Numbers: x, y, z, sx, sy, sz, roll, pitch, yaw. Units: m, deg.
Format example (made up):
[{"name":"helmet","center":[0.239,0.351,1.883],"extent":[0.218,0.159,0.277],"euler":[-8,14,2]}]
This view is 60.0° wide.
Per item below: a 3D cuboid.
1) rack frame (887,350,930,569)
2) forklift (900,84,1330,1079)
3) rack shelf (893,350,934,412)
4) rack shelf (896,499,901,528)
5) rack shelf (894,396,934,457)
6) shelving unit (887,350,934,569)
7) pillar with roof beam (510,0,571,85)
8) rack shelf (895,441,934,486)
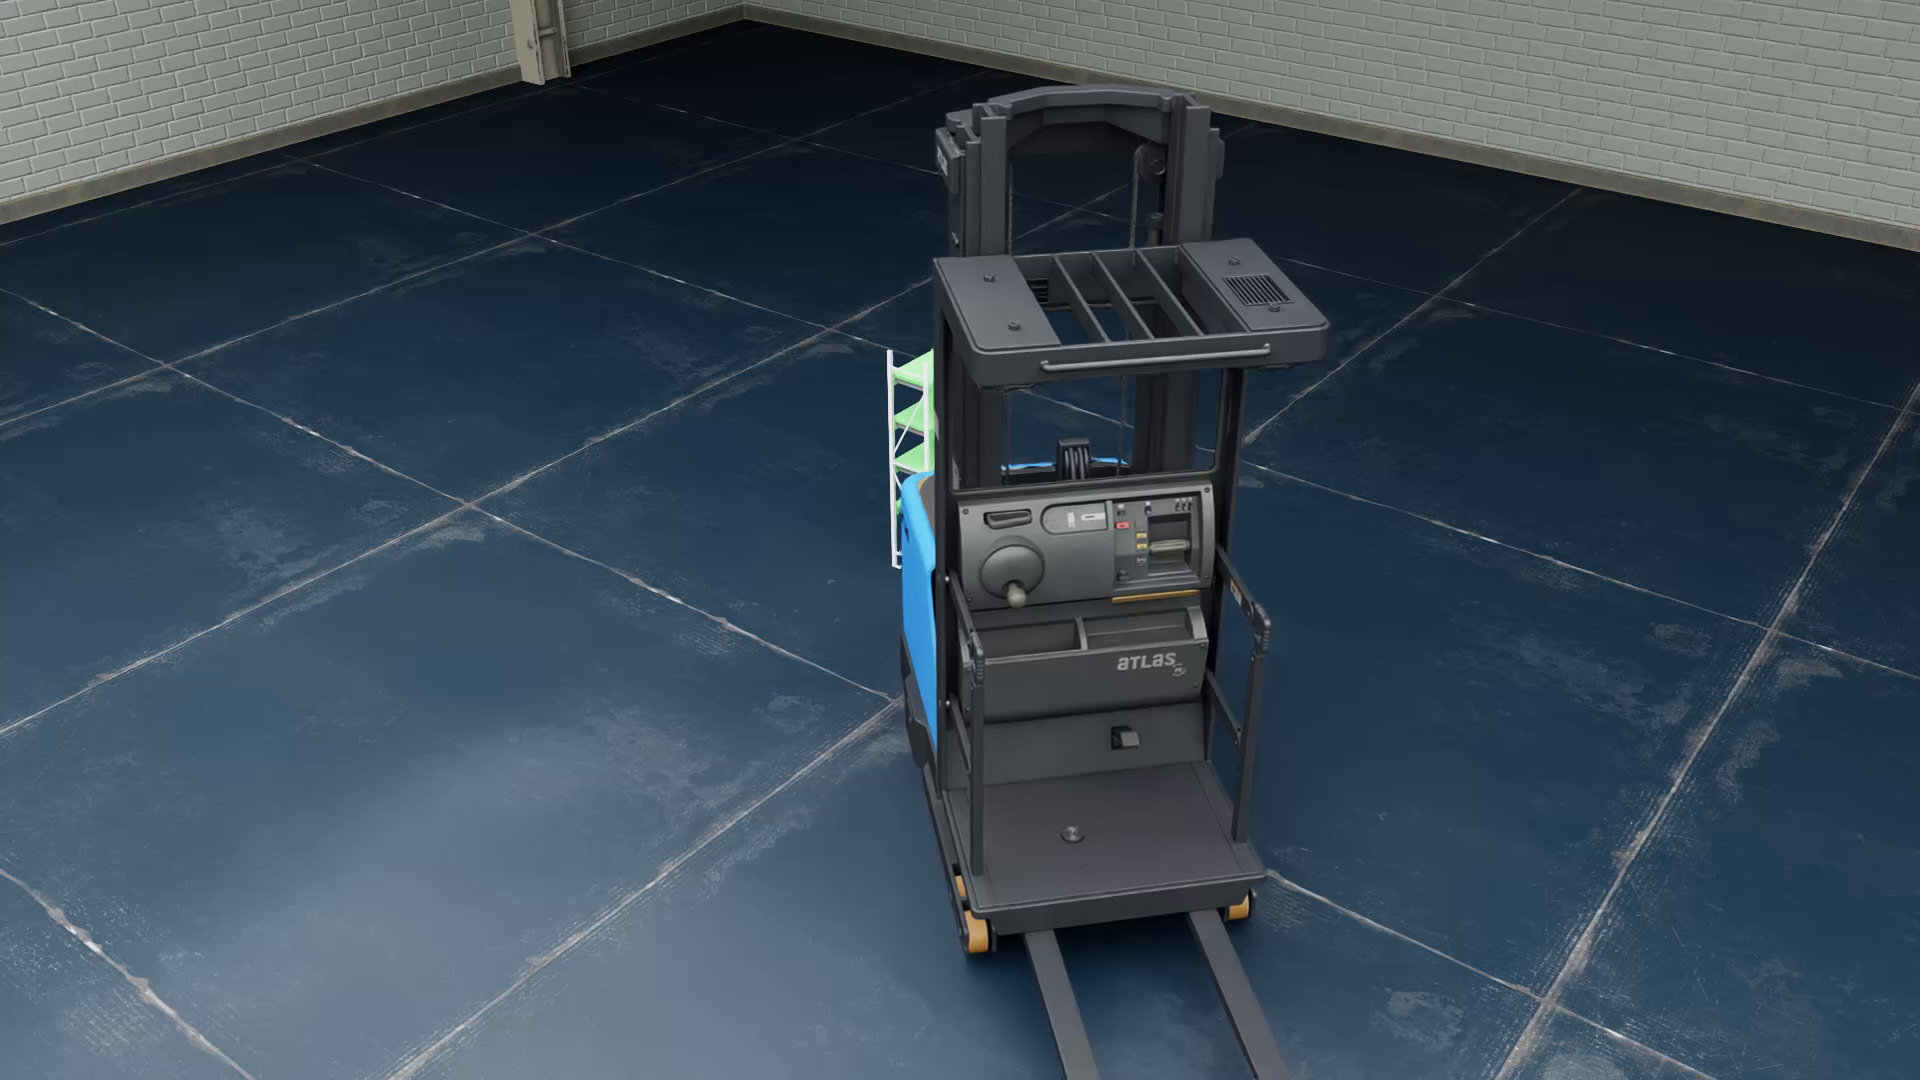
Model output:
[{"name":"rack frame","center":[-0.247,-0.350,8.163],"extent":[0.240,1.200,0.015],"euler":[21,37,31]},{"name":"forklift","center":[0.497,0.069,5.759],"extent":[1.130,2.935,3.031],"euler":[-5,31,-9]},{"name":"rack shelf","center":[-0.100,-0.807,8.118],"extent":[0.258,0.148,0.480],"euler":[21,37,31]},{"name":"rack shelf","center":[-0.100,-0.187,8.486],"extent":[0.258,0.148,0.480],"euler":[21,37,31]},{"name":"rack shelf","center":[-0.100,-0.600,8.241],"extent":[0.258,0.148,0.480],"euler":[21,37,31]},{"name":"shelving unit","center":[-0.100,-0.449,8.331],"extent":[0.258,1.200,0.503],"euler":[21,37,31]},{"name":"pillar with roof beam","center":[-0.668,-7.121,11.940],"extent":[9.100,9.000,0.400],"euler":[21,37,31]},{"name":"rack shelf","center":[-0.100,-0.394,8.363],"extent":[0.258,0.148,0.480],"euler":[21,37,31]}]
